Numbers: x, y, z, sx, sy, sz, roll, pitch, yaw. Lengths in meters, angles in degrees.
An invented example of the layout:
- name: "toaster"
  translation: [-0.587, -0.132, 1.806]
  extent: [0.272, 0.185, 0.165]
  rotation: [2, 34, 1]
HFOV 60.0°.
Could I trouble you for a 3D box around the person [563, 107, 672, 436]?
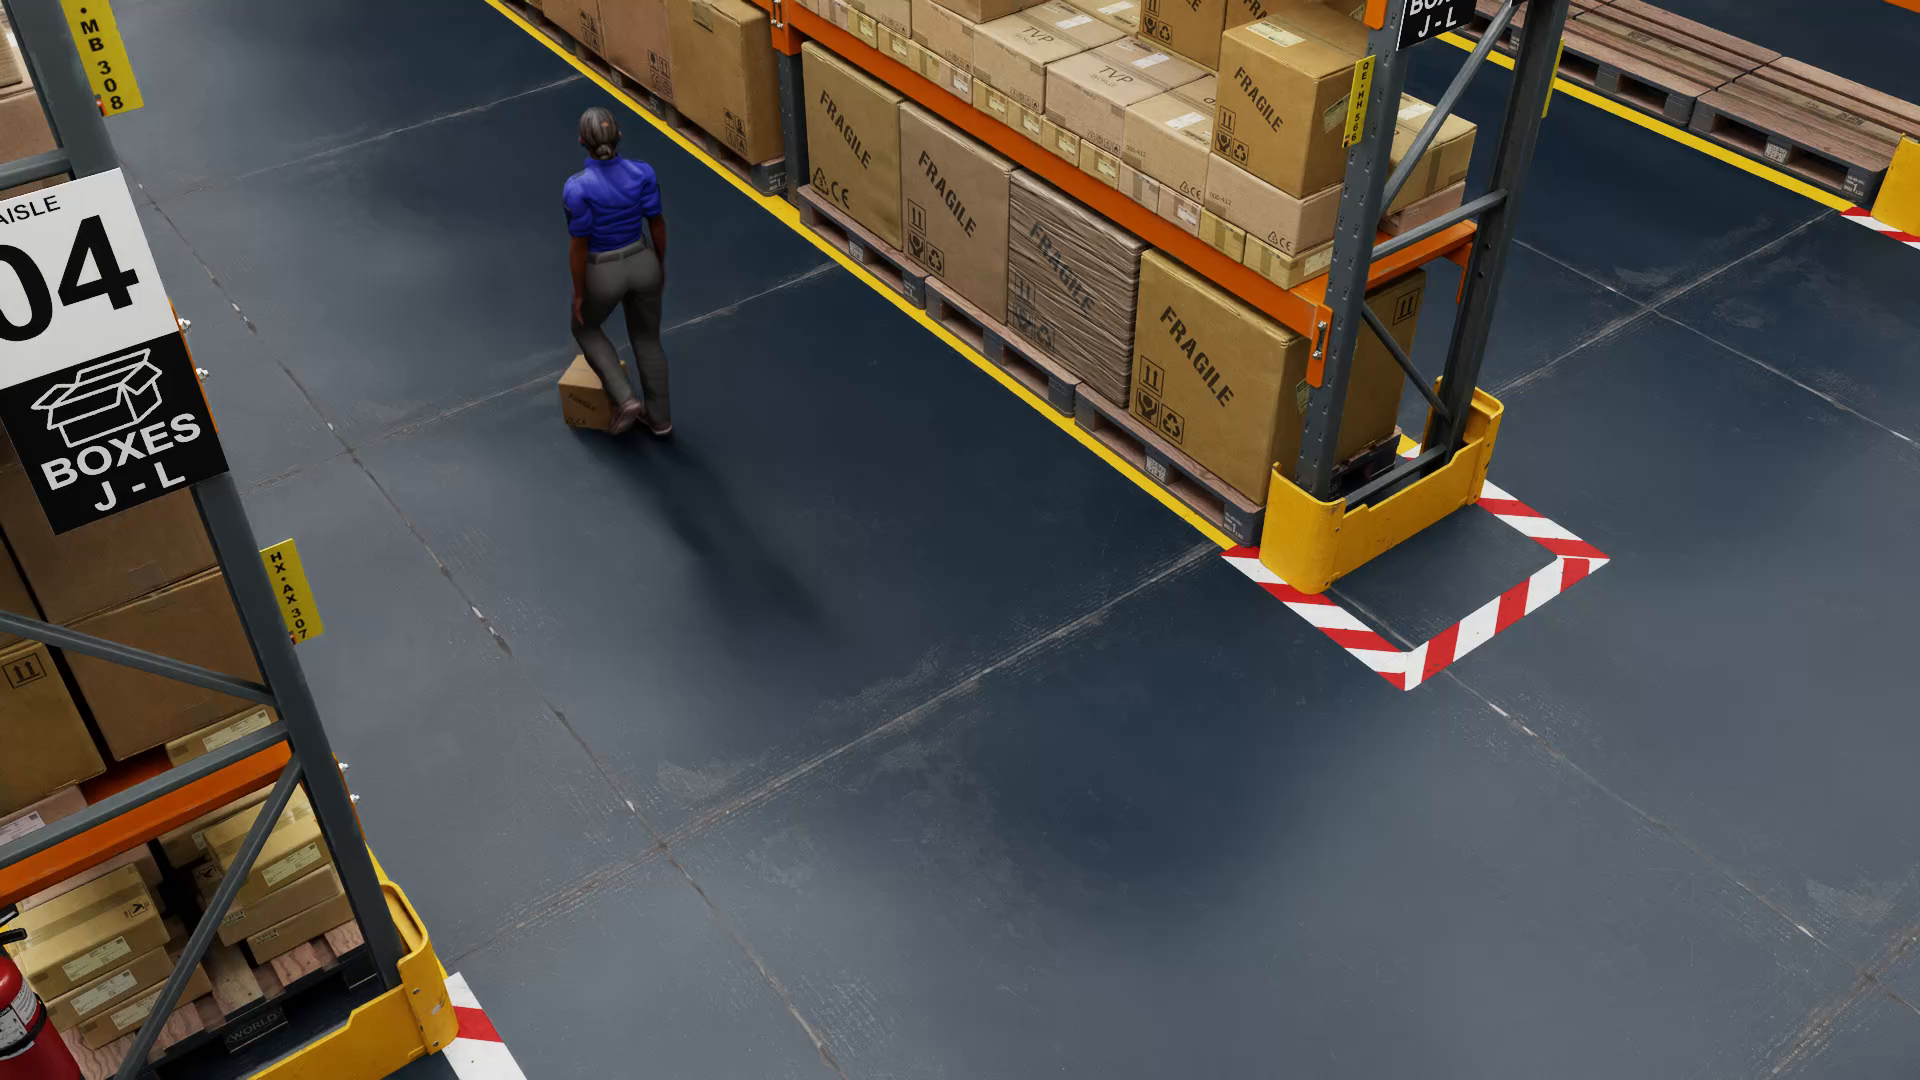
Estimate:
- name: "person"
  translation: [-1.561, -1.207, 7.541]
  extent: [0.484, 1.668, 0.426]
  rotation: [-20, 45, -22]
